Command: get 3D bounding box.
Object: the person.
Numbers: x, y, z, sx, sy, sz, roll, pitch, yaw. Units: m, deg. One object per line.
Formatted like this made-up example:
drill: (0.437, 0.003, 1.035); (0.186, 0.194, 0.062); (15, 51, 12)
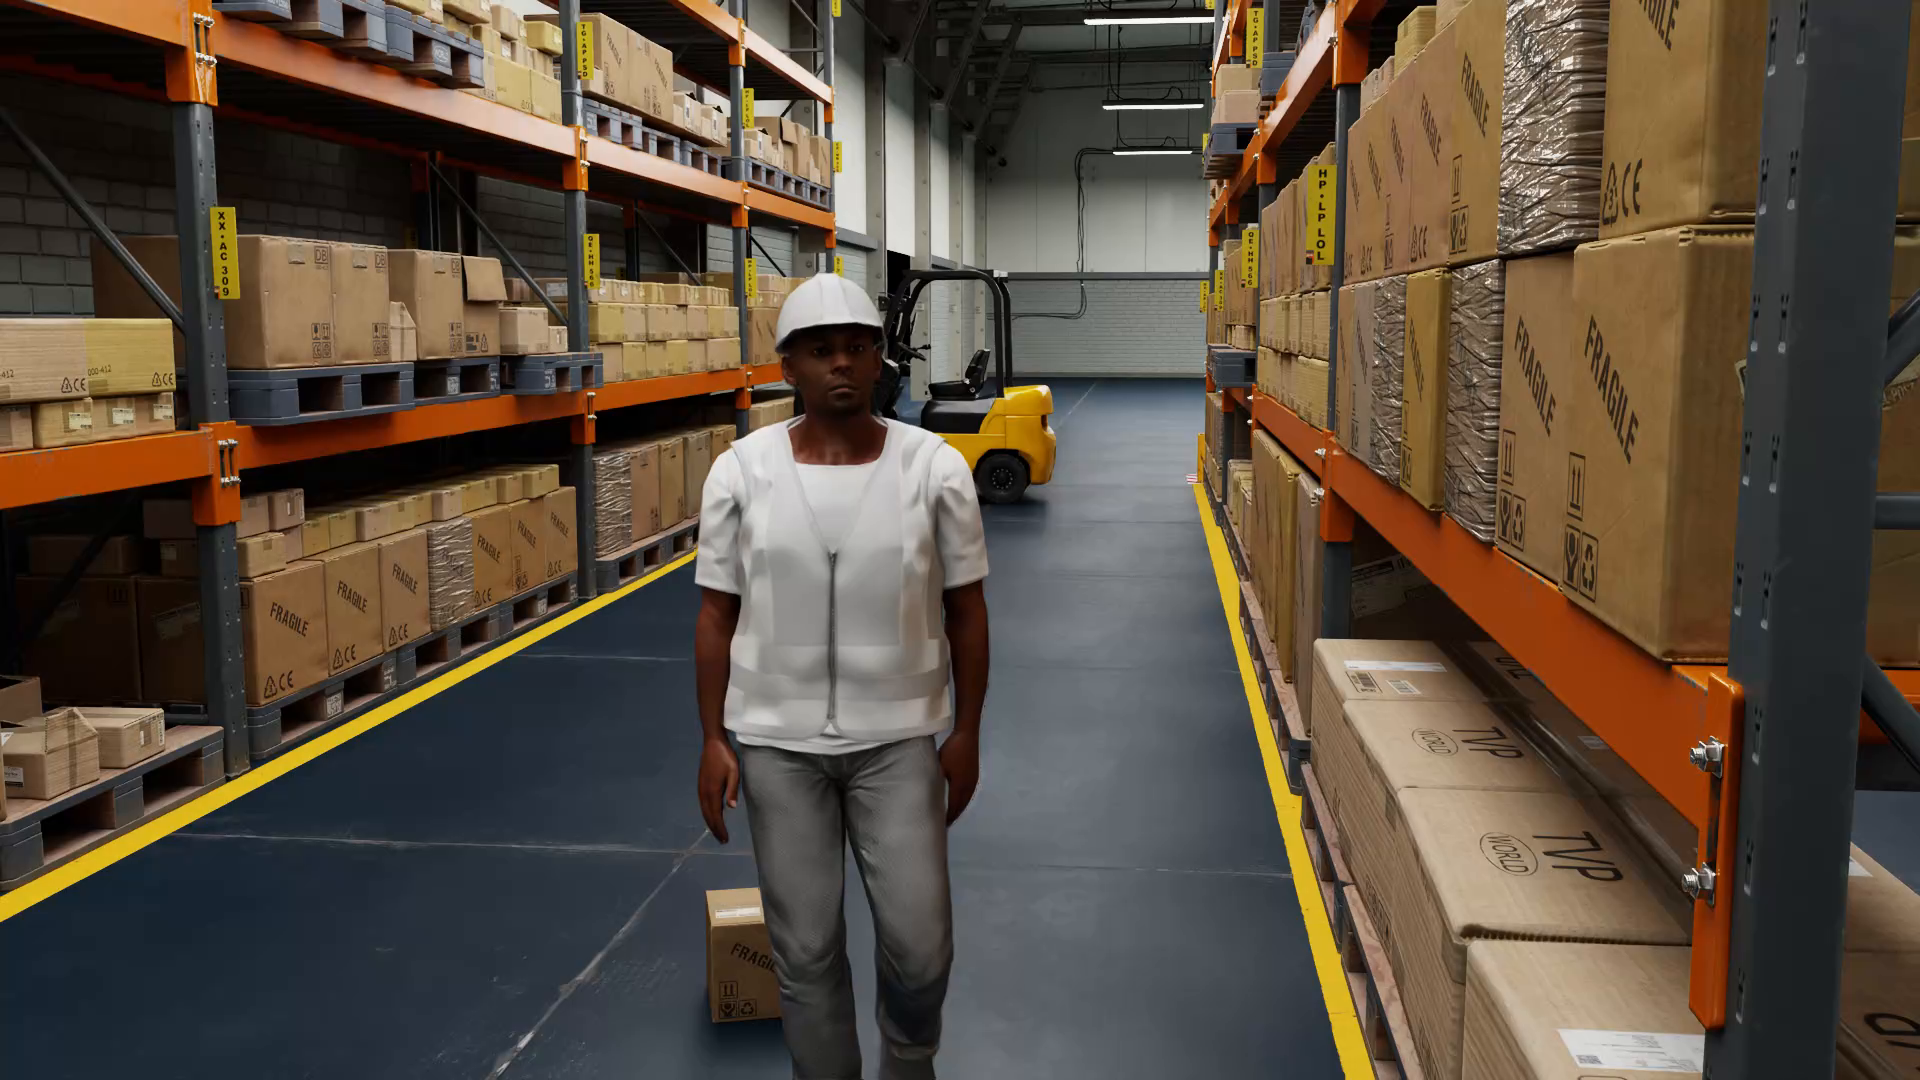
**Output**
person: (-0.225, 0.376, 3.191); (0.564, 1.756, 0.493); (0, 8, 0)
